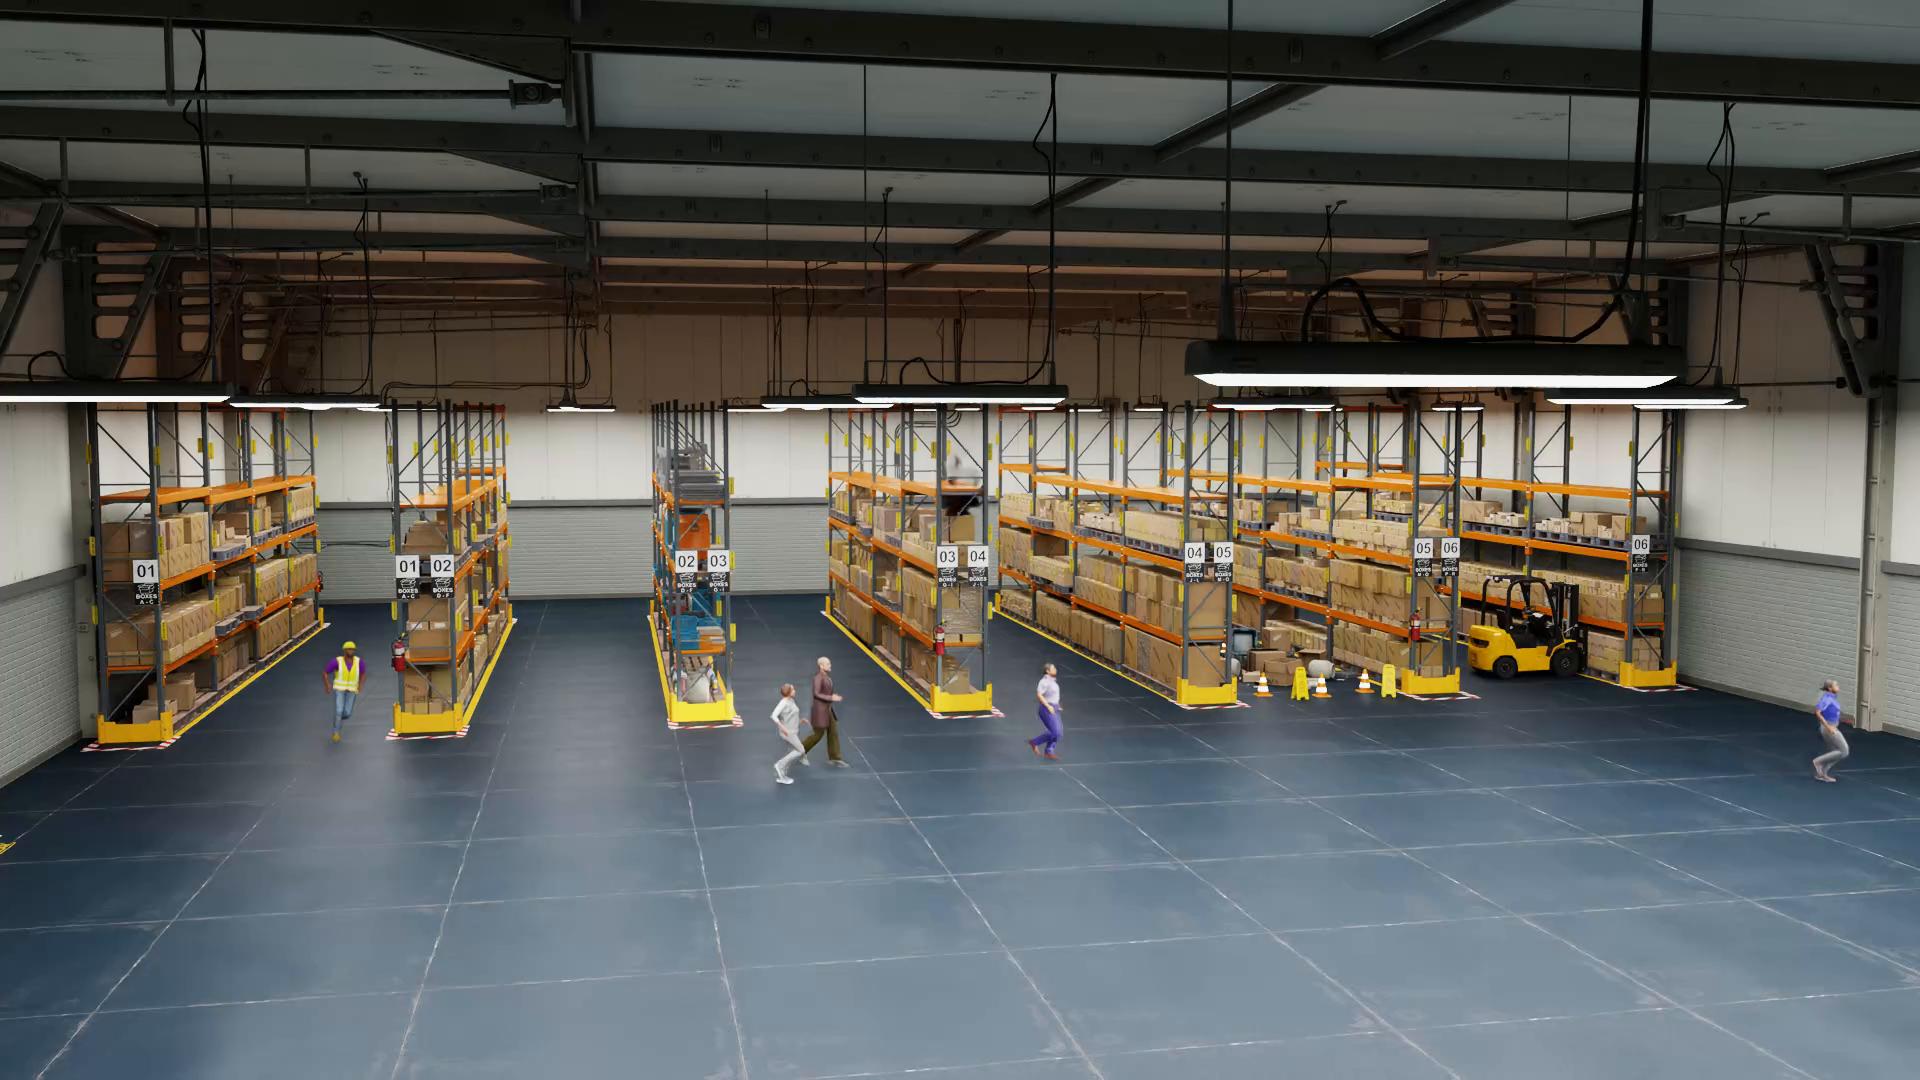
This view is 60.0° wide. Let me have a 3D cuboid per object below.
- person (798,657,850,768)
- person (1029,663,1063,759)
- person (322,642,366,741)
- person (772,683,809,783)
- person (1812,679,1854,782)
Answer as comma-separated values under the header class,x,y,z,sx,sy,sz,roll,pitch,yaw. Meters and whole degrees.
class,x,y,z,sx,sy,sz,roll,pitch,yaw
person,-2.255,2.797,26.966,0.947,1.807,0.732,1,4,12
person,1.431,2.843,27.677,0.537,1.614,0.596,1,4,17
person,-10.924,2.662,29.535,0.744,1.705,0.669,-3,5,-33
person,-2.604,2.997,25.770,0.535,1.559,0.522,1,4,7
person,13.597,2.973,25.887,0.549,1.602,0.567,2,5,29
